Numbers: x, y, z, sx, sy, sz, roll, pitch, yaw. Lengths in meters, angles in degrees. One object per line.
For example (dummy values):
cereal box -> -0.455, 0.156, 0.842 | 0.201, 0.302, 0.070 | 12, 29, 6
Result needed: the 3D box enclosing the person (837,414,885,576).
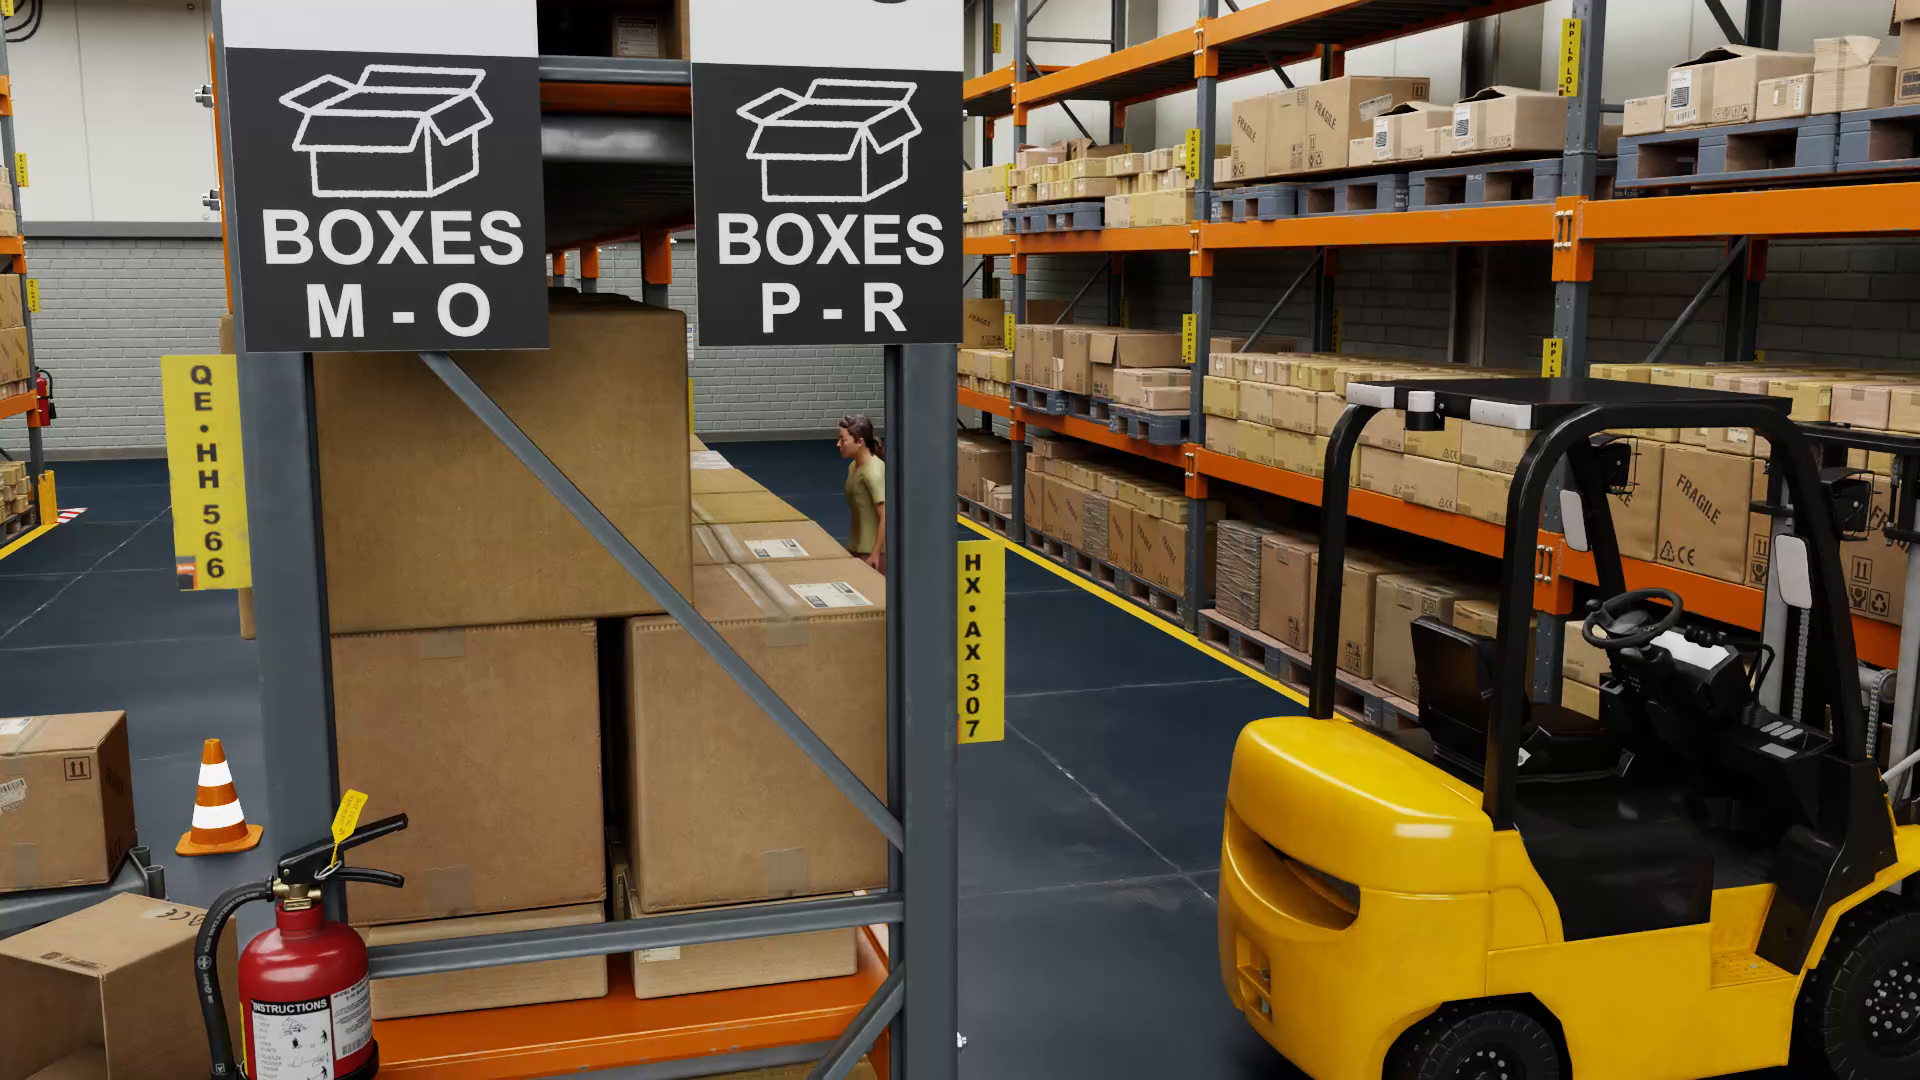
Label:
person -> -0.567, 0.084, 9.868 | 0.355, 1.673, 0.516 | -3, 10, -18
